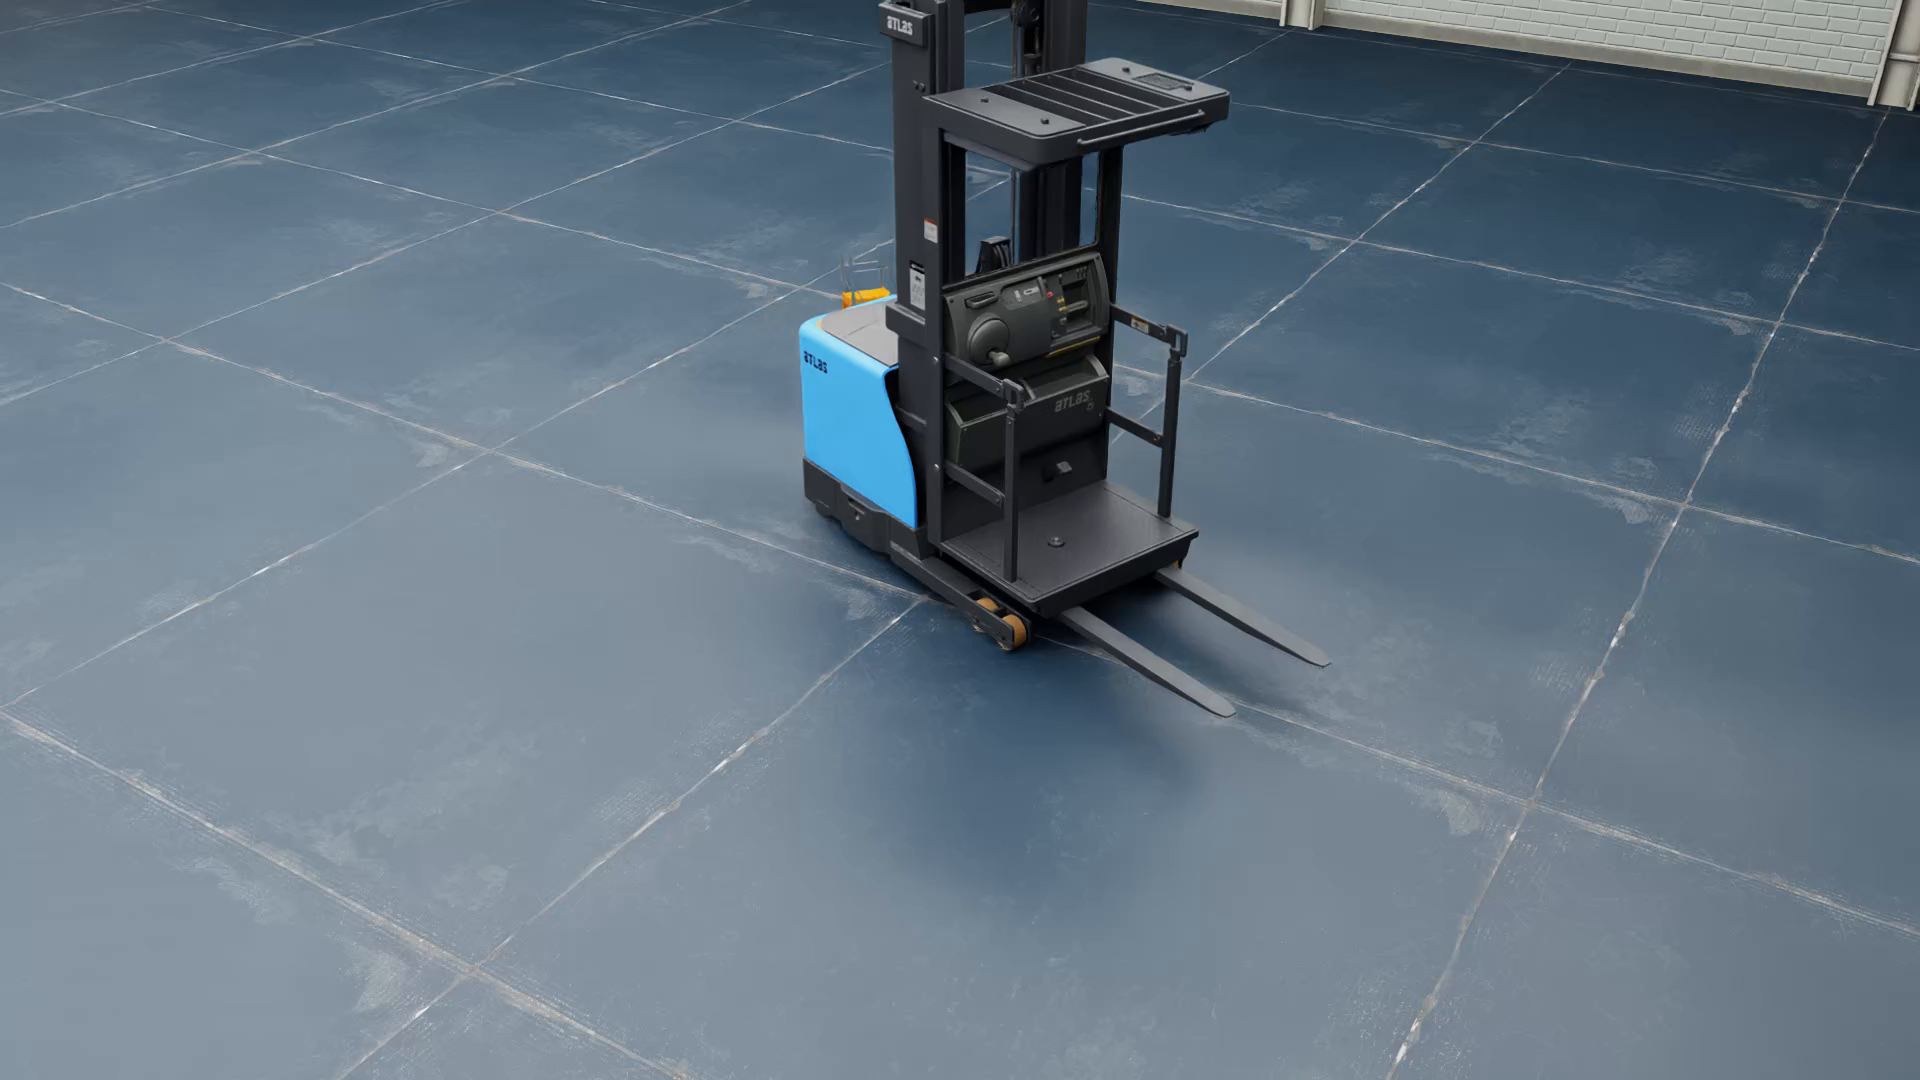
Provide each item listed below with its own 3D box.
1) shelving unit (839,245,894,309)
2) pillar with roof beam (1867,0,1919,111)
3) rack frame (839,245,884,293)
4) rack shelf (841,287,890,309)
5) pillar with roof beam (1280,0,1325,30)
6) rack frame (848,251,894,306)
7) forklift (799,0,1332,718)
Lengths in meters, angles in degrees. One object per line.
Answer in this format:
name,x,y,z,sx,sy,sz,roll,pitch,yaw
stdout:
shelving unit,-0.488,-1.023,9.298,0.258,1.200,0.189,-11,23,-17
pillar with roof beam,6.620,-6.218,10.479,0.400,9.000,9.100,18,35,27
rack frame,-0.519,-1.054,9.378,0.240,1.200,0.006,-11,23,-17
rack shelf,-0.504,-1.316,9.180,0.258,0.103,0.180,-11,23,-17
pillar with roof beam,1.538,-7.826,13.234,0.400,9.000,9.100,18,35,27
rack frame,-0.456,-0.993,9.217,0.240,1.200,0.006,-11,23,-17
forklift,0.457,-1.029,7.605,1.130,2.935,3.031,-22,37,-32
